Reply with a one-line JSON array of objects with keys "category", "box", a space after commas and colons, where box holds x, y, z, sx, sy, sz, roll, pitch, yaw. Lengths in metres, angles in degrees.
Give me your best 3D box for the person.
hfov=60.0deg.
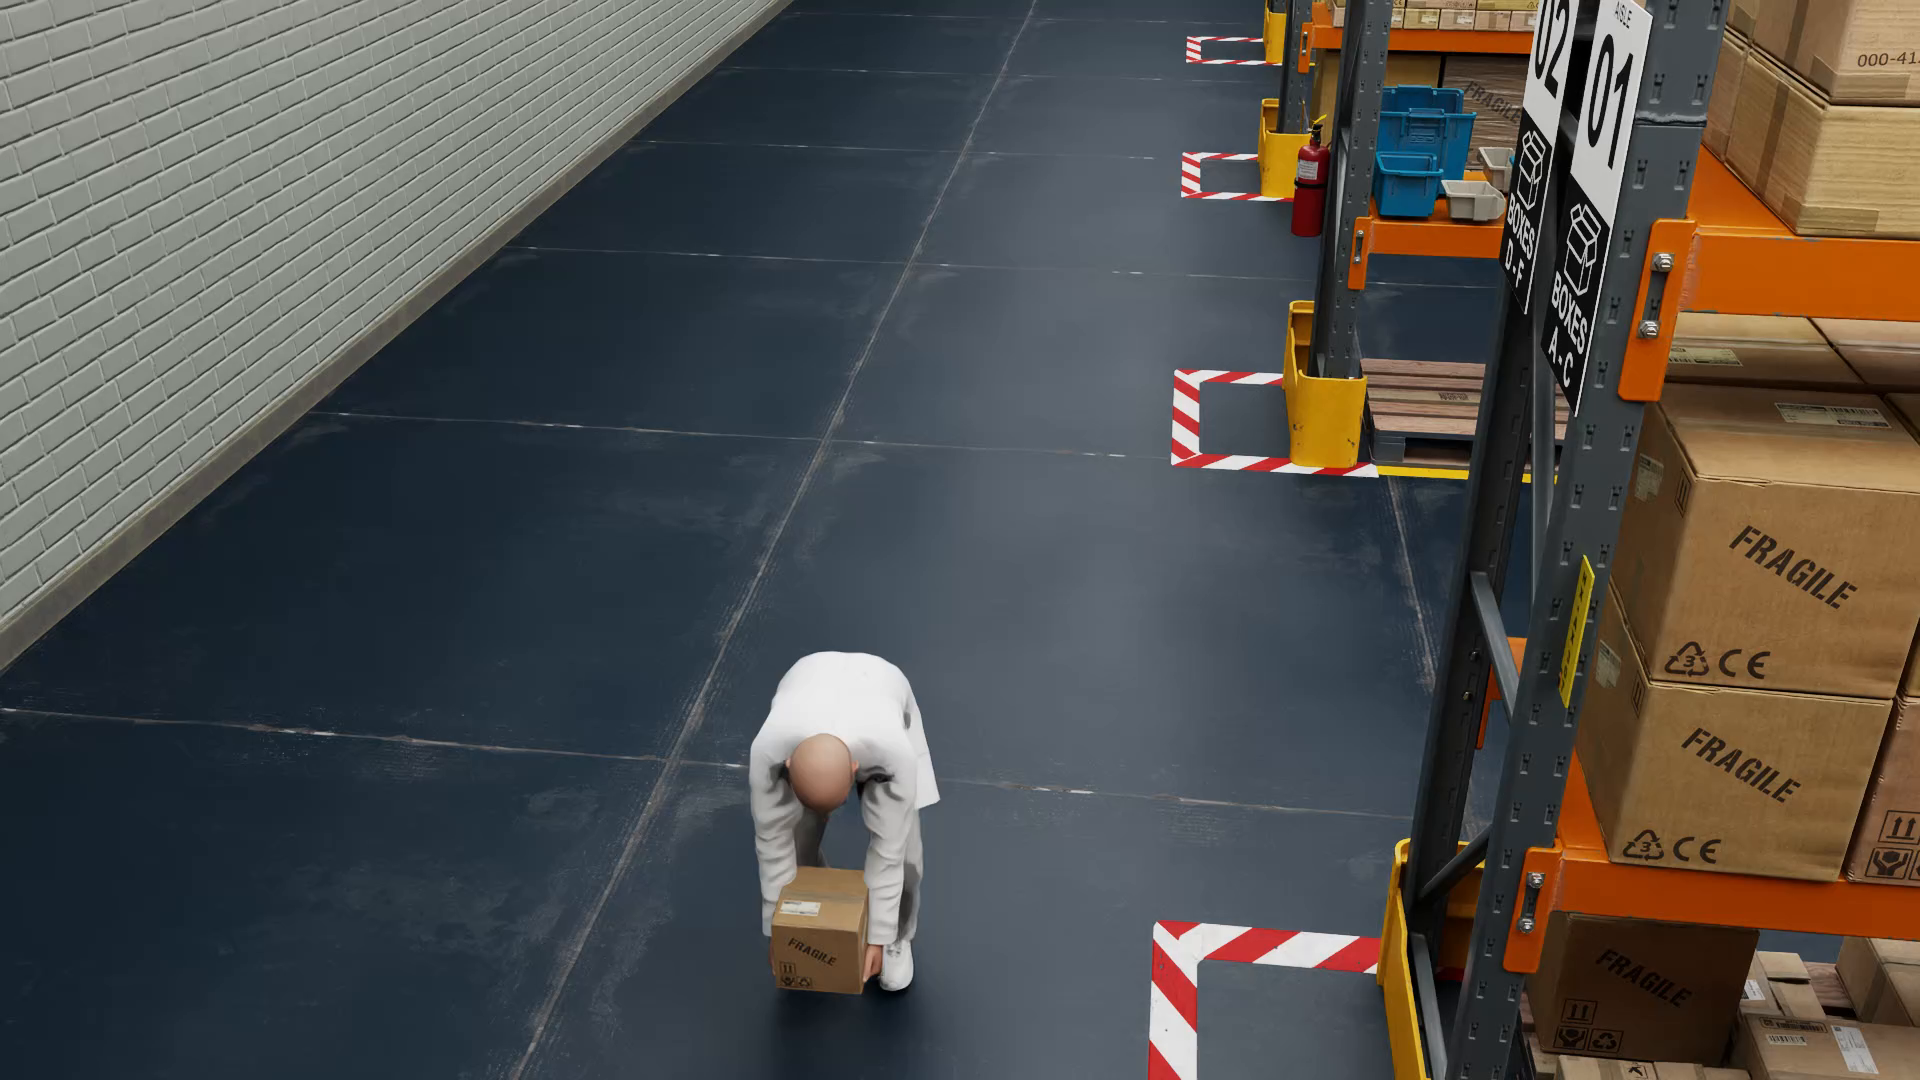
[{"category": "person", "box": [-0.364, 0.895, 5.010, 0.574, 1.257, 0.917, 2, 28, 4]}]
